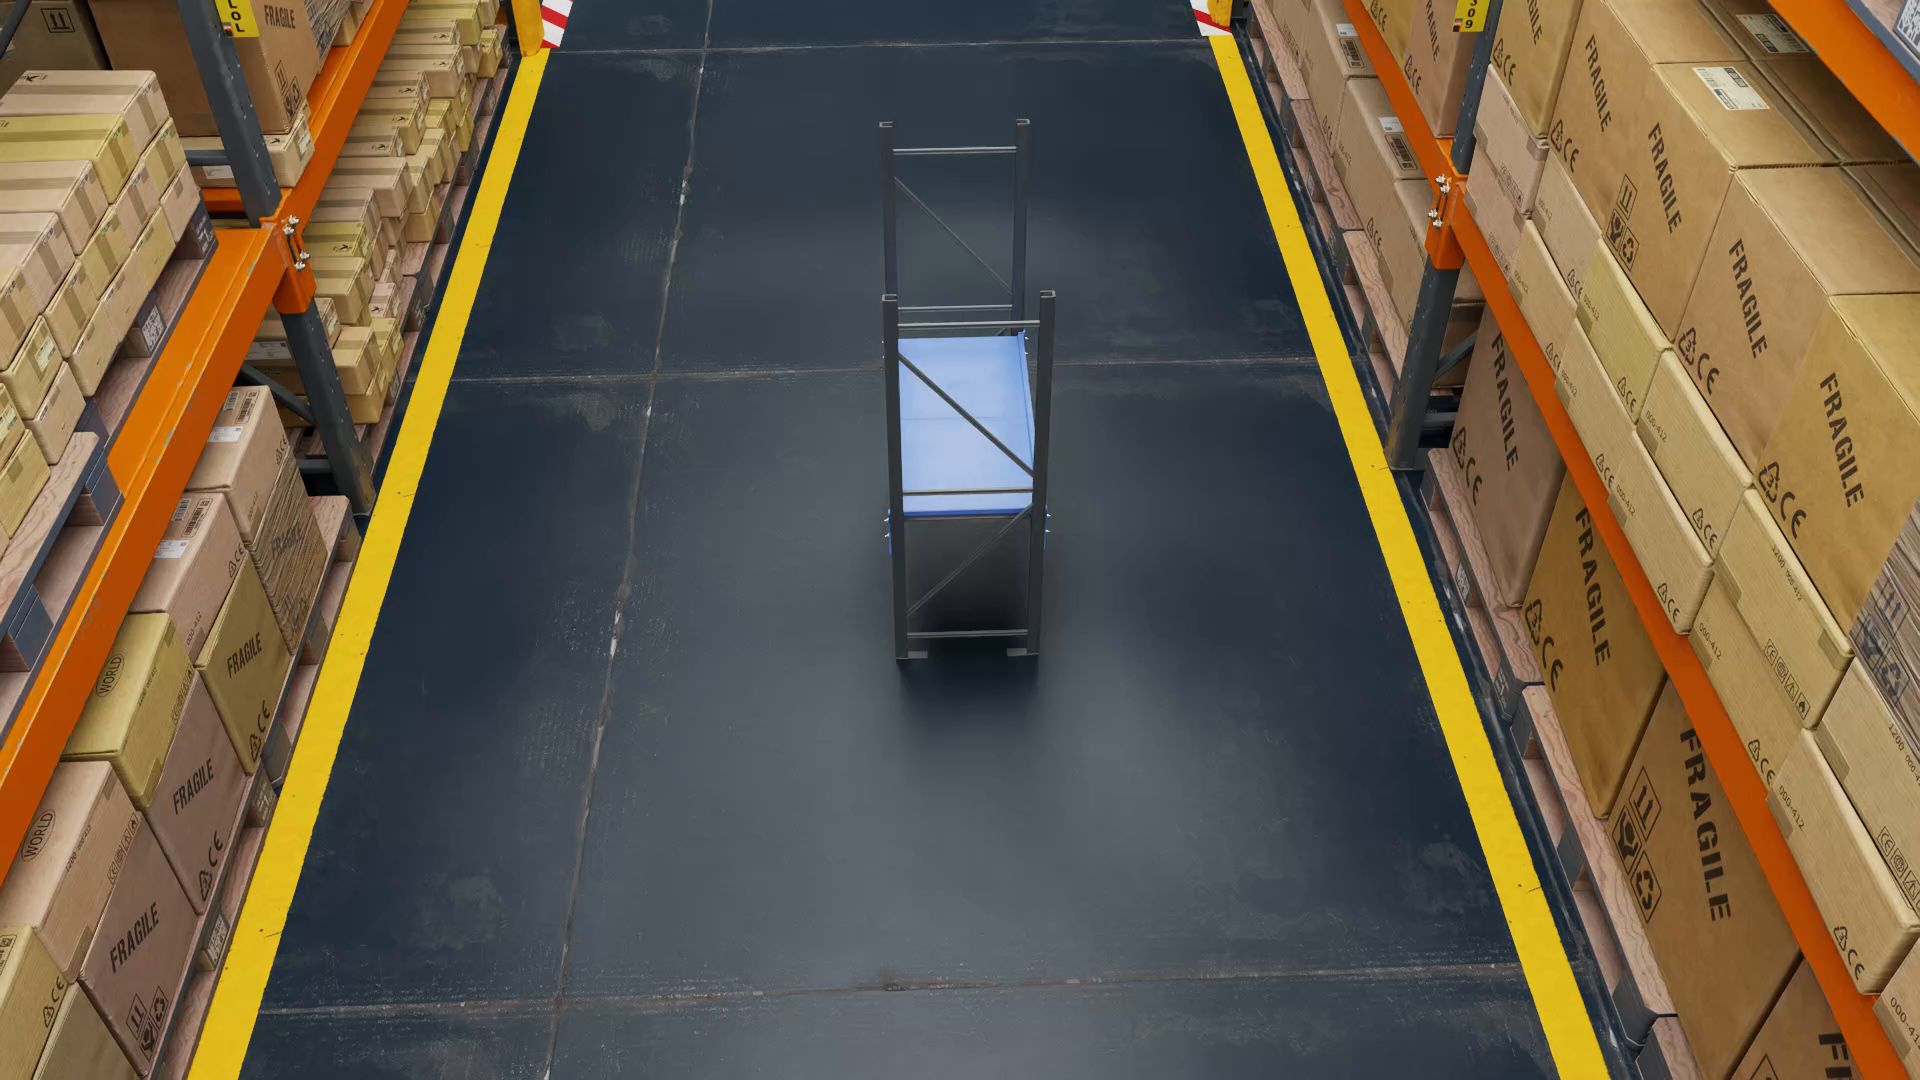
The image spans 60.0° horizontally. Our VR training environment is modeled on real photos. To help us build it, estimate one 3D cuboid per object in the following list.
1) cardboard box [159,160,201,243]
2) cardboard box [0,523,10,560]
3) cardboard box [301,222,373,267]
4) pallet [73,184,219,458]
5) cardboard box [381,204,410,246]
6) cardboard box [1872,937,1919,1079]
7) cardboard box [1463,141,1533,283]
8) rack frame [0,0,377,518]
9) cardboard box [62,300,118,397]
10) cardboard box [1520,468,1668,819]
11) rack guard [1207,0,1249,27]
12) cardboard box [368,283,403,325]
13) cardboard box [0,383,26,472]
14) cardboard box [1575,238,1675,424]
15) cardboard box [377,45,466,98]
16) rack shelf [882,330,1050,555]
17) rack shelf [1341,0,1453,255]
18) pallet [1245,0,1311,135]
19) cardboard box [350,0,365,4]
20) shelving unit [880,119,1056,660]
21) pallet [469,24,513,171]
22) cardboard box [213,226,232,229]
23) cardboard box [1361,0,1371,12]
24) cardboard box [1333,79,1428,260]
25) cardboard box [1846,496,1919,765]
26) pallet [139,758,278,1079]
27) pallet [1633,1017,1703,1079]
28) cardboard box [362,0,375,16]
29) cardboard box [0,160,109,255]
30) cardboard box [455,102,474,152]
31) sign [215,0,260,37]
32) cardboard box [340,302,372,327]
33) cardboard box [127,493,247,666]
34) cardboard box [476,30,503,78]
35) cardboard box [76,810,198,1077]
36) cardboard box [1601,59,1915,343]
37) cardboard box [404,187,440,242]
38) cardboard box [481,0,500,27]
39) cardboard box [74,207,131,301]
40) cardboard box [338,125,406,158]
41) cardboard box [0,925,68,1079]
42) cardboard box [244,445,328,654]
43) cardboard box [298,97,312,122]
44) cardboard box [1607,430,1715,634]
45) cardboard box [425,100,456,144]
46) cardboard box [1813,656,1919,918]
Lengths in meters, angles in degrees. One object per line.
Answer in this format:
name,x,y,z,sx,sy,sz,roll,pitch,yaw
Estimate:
cardboard box,-2.537,-1.018,5.016,0.380,0.149,0.250,-3,43,-3
cardboard box,-2.467,0.042,3.860,0.380,0.149,0.250,-3,43,-3
cardboard box,-2.572,-1.137,6.629,0.380,0.149,0.250,-2,43,-2
pallet,-2.865,-0.627,4.856,1.003,0.211,1.213,-2,43,-2
cardboard box,-2.591,-1.386,7.121,0.380,0.149,0.250,0,43,0
cardboard box,2.079,0.994,3.057,0.500,0.250,0.500,-3,43,-3
cardboard box,1.945,-1.068,5.307,0.500,0.250,0.500,-3,43,-3
rack frame,-2.752,-1.218,5.359,1.000,3.000,0.127,-2,43,-2
cardboard box,-2.506,-0.505,4.456,0.380,0.149,0.250,-4,43,-4
cardboard box,2.342,0.226,5.045,0.875,0.875,0.875,-1,43,-1
rack guard,2.019,-3.223,9.397,1.175,0.500,0.348,-2,43,-2
cardboard box,-2.520,-0.923,6.836,0.380,0.149,0.250,-2,43,-2
cardboard box,-2.478,-0.237,3.944,0.380,0.149,0.250,-1,43,-2
cardboard box,1.972,-0.559,4.381,0.500,0.250,0.500,-1,43,-1
cardboard box,-2.540,-2.193,7.781,0.380,0.149,0.250,0,43,0
rack shelf,0.004,-0.363,5.802,0.538,0.185,1.000,-2,43,-2
rack shelf,2.105,-2.513,7.304,1.077,0.370,4.000,-2,43,-2
pallet,2.132,-2.563,8.890,1.003,0.211,1.213,-2,43,-2
cardboard box,-2.535,-2.381,6.333,0.500,0.500,0.500,-2,43,-3
shelving unit,0.004,-0.495,5.680,0.538,1.500,1.048,-2,43,-2
pallet,-2.919,-2.290,8.592,1.003,0.211,1.213,-2,43,-2
cardboard box,-3.095,-1.113,6.603,0.380,0.149,0.250,-2,43,-2
cardboard box,1.851,-2.457,6.637,0.500,0.500,0.500,-2,43,-2
cardboard box,2.232,-1.670,7.437,0.875,0.438,0.875,-3,43,-3
cardboard box,2.046,0.179,3.021,0.500,0.500,0.500,-1,43,-1
pallet,-2.662,1.161,4.827,1.003,0.211,1.213,-2,43,-2
pallet,2.401,1.766,4.167,1.003,0.211,1.213,-2,43,-2
cardboard box,-2.541,-2.214,6.631,0.380,0.149,0.250,0,43,0
cardboard box,-2.518,-0.878,4.423,0.380,0.149,0.250,-3,43,-3
cardboard box,-2.557,-1.985,7.994,0.380,0.149,0.250,-3,43,-4
sign,-2.197,-1.663,4.988,0.100,0.325,0.005,-2,43,-2
cardboard box,-2.548,-0.854,6.540,0.380,0.149,0.250,-1,43,-1
cardboard box,-2.459,0.115,4.889,0.500,0.250,0.500,0,43,0
cardboard box,-2.579,-2.502,8.559,0.380,0.149,0.250,0,43,0
cardboard box,-2.408,1.079,4.393,0.500,0.500,0.500,-3,43,-3
cardboard box,1.989,-0.847,4.140,0.500,0.500,0.500,-3,43,-3
cardboard box,-2.542,-1.452,7.413,0.380,0.149,0.250,-3,43,-3
cardboard box,-2.614,-2.784,8.646,0.380,0.149,0.250,-3,43,-3
cardboard box,-2.518,-0.781,4.538,0.380,0.149,0.250,0,43,0
cardboard box,-2.629,-1.668,7.208,0.380,0.149,0.250,-3,43,-4
cardboard box,-2.391,1.158,3.751,0.500,0.250,0.500,-2,43,-2
cardboard box,-2.469,0.041,5.524,0.500,0.500,0.500,-2,43,-3
cardboard box,-2.522,-1.498,5.851,0.380,0.149,0.250,0,43,-1
cardboard box,1.986,-0.035,4.179,0.500,0.250,0.500,-2,43,-2
cardboard box,-2.563,-1.910,7.693,0.380,0.149,0.250,0,43,0
cardboard box,2.060,0.477,3.250,0.500,0.250,0.500,-3,43,-3
